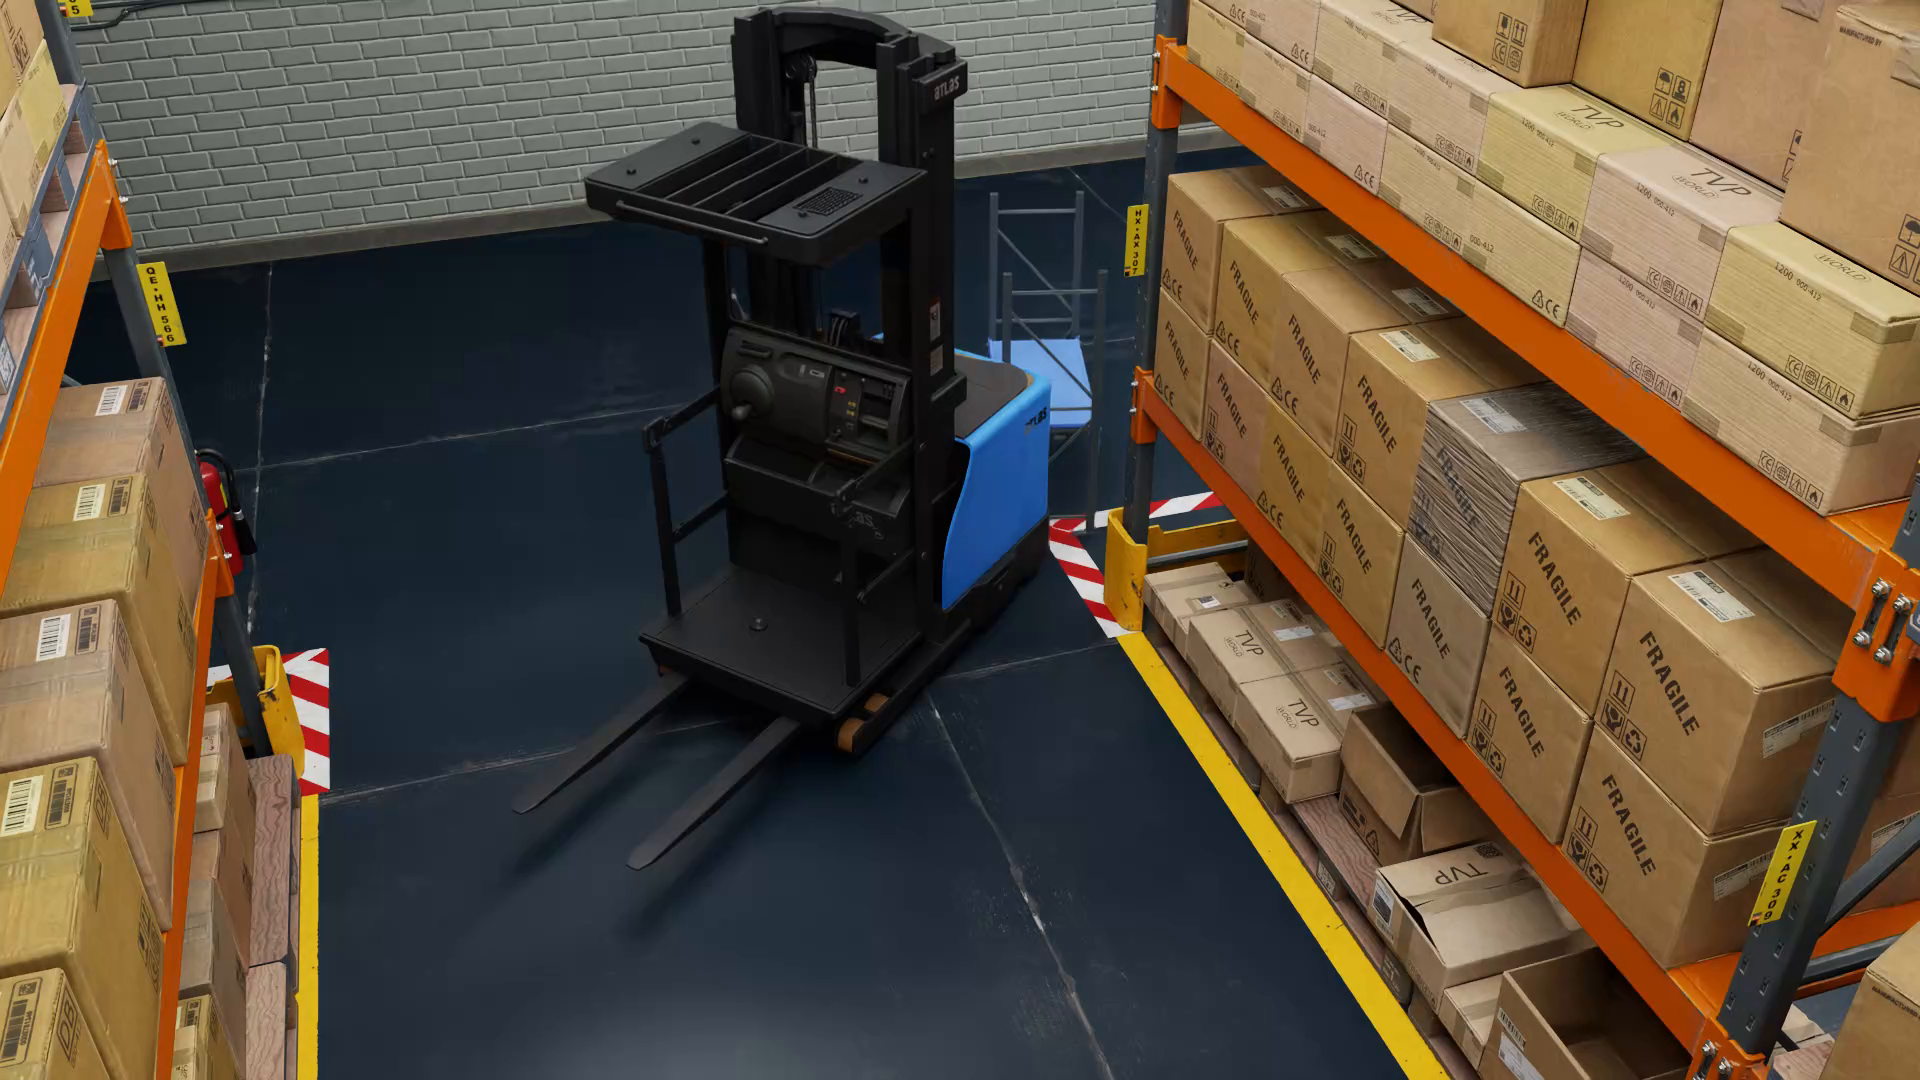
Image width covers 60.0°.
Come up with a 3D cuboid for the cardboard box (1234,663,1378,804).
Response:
[{"bbox_3d":[1.484,0.796,6.919,0.500,0.250,0.500,-10,35,-15],"label":"cardboard box"}]

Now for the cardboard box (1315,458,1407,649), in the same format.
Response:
[{"bbox_3d":[1.631,0.007,5.928,0.500,0.500,0.500,-10,35,-14],"label":"cardboard box"}]

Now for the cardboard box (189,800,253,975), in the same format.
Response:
[{"bbox_3d":[-2.972,1.291,5.963,0.700,0.500,0.500,-10,35,-15],"label":"cardboard box"}]

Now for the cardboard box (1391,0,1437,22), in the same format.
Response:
[{"bbox_3d":[1.782,-1.948,5.258,0.700,0.500,0.500,-10,35,-15],"label":"cardboard box"}]

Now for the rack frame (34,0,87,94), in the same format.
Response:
[{"bbox_3d":[-3.433,-2.693,4.664,1.000,3.000,0.127,-10,35,-15],"label":"rack frame"}]

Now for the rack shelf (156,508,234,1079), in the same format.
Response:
[{"bbox_3d":[-2.823,1.160,4.927,1.077,0.370,4.000,-10,35,-15],"label":"rack shelf"}]

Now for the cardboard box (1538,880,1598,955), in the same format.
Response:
[{"bbox_3d":[2.308,1.364,6.136,0.380,0.166,0.250,-10,35,-15],"label":"cardboard box"}]

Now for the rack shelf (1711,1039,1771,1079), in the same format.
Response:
[{"bbox_3d":[3.113,2.425,3.012,1.077,0.370,4.000,-10,35,-15],"label":"rack shelf"}]

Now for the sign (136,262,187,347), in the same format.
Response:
[{"bbox_3d":[-2.912,-0.856,6.060,0.100,0.325,0.005,-10,35,-15],"label":"sign"}]

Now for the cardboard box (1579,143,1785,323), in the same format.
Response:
[{"bbox_3d":[1.947,-0.796,4.195,0.500,0.250,0.500,-10,35,-15],"label":"cardboard box"}]

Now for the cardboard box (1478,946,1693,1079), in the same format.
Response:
[{"bbox_3d":[2.059,1.683,5.351,0.500,0.500,0.500,-10,35,-15],"label":"cardboard box"}]

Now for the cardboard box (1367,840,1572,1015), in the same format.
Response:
[{"bbox_3d":[1.831,1.368,5.999,0.500,0.311,0.500,-10,35,-15],"label":"cardboard box"}]

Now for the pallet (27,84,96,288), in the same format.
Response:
[{"bbox_3d":[-3.197,-1.017,4.928,1.003,0.211,1.213,-10,35,-15],"label":"pallet"}]

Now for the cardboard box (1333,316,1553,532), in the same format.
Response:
[{"bbox_3d":[1.638,-0.404,5.643,0.500,0.500,0.500,-10,35,-15],"label":"cardboard box"}]

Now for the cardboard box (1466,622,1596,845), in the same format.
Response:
[{"bbox_3d":[1.948,0.543,5.116,0.500,0.500,0.500,-9,35,-13],"label":"cardboard box"}]

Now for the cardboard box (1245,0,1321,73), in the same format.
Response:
[{"bbox_3d":[1.338,-1.846,5.784,0.500,0.250,0.500,-10,35,-15],"label":"cardboard box"}]

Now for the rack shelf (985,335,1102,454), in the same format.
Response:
[{"bbox_3d":[0.433,-0.785,8.903,0.538,0.185,1.000,-2,33,-2],"label":"rack shelf"}]

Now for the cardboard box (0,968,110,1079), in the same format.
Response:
[{"bbox_3d":[-2.363,1.497,3.492,0.980,0.700,0.700,-9,35,-14],"label":"cardboard box"}]

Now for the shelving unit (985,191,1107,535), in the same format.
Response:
[{"bbox_3d":[0.433,-0.935,8.804,0.538,1.500,1.048,-2,33,-2],"label":"shelving unit"}]

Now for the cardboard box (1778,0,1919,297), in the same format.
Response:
[{"bbox_3d":[2.319,-0.885,3.649,0.700,0.500,0.500,-10,35,-15],"label":"cardboard box"}]

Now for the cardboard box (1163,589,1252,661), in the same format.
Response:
[{"bbox_3d":[1.160,0.382,7.622,0.380,0.166,0.250,-10,35,-15],"label":"cardboard box"}]

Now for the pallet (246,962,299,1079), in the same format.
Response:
[{"bbox_3d":[-2.746,2.019,5.503,1.003,0.211,1.213,-10,35,-15],"label":"pallet"}]

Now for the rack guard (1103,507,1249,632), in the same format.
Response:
[{"bbox_3d":[1.306,0.057,8.210,1.175,0.500,0.348,-10,35,-15],"label":"rack guard"}]

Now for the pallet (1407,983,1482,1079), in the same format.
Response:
[{"bbox_3d":[2.295,1.877,5.718,1.003,0.211,1.213,-10,35,-15],"label":"pallet"}]

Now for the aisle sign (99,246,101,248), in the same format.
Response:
[{"bbox_3d":[-3.170,-1.363,5.734,0.394,0.787,0.004,-10,35,-15],"label":"aisle sign"}]

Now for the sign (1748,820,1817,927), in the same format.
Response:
[{"bbox_3d":[1.989,0.809,4.020,0.100,0.325,0.005,-10,35,-15],"label":"sign"}]

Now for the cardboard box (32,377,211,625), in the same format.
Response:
[{"bbox_3d":[-3.268,-0.050,5.832,0.980,0.700,0.700,-8,34,-13],"label":"cardboard box"}]

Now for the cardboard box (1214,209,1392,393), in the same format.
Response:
[{"bbox_3d":[1.334,-0.934,6.445,0.500,0.500,0.500,-10,35,-14],"label":"cardboard box"}]

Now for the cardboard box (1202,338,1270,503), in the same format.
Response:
[{"bbox_3d":[1.330,-0.520,6.725,0.500,0.500,0.500,-10,35,-15],"label":"cardboard box"}]

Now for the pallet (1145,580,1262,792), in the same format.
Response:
[{"bbox_3d":[1.550,0.596,7.656,1.003,0.211,1.213,-10,35,-15],"label":"pallet"}]

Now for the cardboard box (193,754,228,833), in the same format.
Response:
[{"bbox_3d":[-2.833,0.928,5.923,0.380,0.149,0.250,-9,35,-13],"label":"cardboard box"}]

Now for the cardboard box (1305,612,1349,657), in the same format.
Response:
[{"bbox_3d":[1.721,0.445,7.527,0.380,0.166,0.250,-10,35,-15],"label":"cardboard box"}]

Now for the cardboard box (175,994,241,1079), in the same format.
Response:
[{"bbox_3d":[-2.648,1.833,5.141,0.700,0.500,0.500,-9,35,-14],"label":"cardboard box"}]

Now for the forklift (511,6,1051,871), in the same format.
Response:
[{"bbox_3d":[-0.742,-0.570,6.954,1.130,2.935,3.031,19,38,26],"label":"forklift"}]

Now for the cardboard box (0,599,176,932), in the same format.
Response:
[{"bbox_3d":[-2.812,0.732,4.649,0.980,0.700,0.700,-12,35,-17],"label":"cardboard box"}]

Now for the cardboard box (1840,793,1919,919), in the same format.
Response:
[{"bbox_3d":[2.607,0.719,4.850,0.500,0.500,0.500,-9,35,-13],"label":"cardboard box"}]

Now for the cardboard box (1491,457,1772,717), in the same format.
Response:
[{"bbox_3d":[1.944,0.125,4.842,0.500,0.500,0.500,-11,35,-16],"label":"cardboard box"}]

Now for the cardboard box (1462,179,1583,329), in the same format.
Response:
[{"bbox_3d":[1.799,-0.850,4.731,0.500,0.250,0.500,-10,35,-15],"label":"cardboard box"}]

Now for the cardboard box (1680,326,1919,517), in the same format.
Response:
[{"bbox_3d":[2.102,-0.325,3.936,0.500,0.250,0.500,-10,35,-15],"label":"cardboard box"}]

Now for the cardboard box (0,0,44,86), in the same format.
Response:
[{"bbox_3d":[-2.950,-1.571,4.670,0.500,0.500,0.500,-10,35,-15],"label":"cardboard box"}]

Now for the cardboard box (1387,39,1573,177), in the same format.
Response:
[{"bbox_3d":[1.645,-1.321,4.990,0.500,0.250,0.500,-10,35,-15],"label":"cardboard box"}]

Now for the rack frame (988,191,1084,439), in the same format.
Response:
[{"bbox_3d":[0.409,-1.214,9.228,0.500,1.500,0.032,-2,33,-2],"label":"rack frame"}]

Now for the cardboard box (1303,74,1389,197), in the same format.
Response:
[{"bbox_3d":[1.492,-1.375,5.525,0.500,0.250,0.500,-10,35,-15],"label":"cardboard box"}]

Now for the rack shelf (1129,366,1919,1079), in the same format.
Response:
[{"bbox_3d":[1.893,0.325,6.190,1.077,0.370,4.000,-10,35,-15],"label":"rack shelf"}]

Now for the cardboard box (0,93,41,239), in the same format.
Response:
[{"bbox_3d":[-2.797,-0.983,4.461,0.500,0.250,0.500,-11,35,-17],"label":"cardboard box"}]

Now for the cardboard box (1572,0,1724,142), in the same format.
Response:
[{"bbox_3d":[2.143,-1.432,4.478,0.700,0.500,0.500,-10,35,-15],"label":"cardboard box"}]

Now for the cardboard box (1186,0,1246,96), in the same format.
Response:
[{"bbox_3d":[1.198,-1.902,6.323,0.500,0.250,0.500,-10,35,-15],"label":"cardboard box"}]

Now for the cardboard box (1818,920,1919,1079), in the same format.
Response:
[{"bbox_3d":[2.435,1.144,3.826,0.700,0.500,0.500,-23,40,-30],"label":"cardboard box"}]

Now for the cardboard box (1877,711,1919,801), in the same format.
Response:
[{"bbox_3d":[2.628,0.321,4.546,0.500,0.500,0.500,-9,35,-13],"label":"cardboard box"}]

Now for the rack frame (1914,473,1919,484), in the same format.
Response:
[{"bbox_3d":[2.503,-1.428,2.749,1.000,3.000,0.127,-10,35,-15],"label":"rack frame"}]

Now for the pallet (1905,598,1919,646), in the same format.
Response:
[{"bbox_3d":[2.635,0.256,3.092,1.213,0.211,1.003,-10,35,-15],"label":"pallet"}]

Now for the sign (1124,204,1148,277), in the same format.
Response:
[{"bbox_3d":[0.766,-1.295,7.204,0.100,0.325,0.005,-10,35,-15],"label":"sign"}]
